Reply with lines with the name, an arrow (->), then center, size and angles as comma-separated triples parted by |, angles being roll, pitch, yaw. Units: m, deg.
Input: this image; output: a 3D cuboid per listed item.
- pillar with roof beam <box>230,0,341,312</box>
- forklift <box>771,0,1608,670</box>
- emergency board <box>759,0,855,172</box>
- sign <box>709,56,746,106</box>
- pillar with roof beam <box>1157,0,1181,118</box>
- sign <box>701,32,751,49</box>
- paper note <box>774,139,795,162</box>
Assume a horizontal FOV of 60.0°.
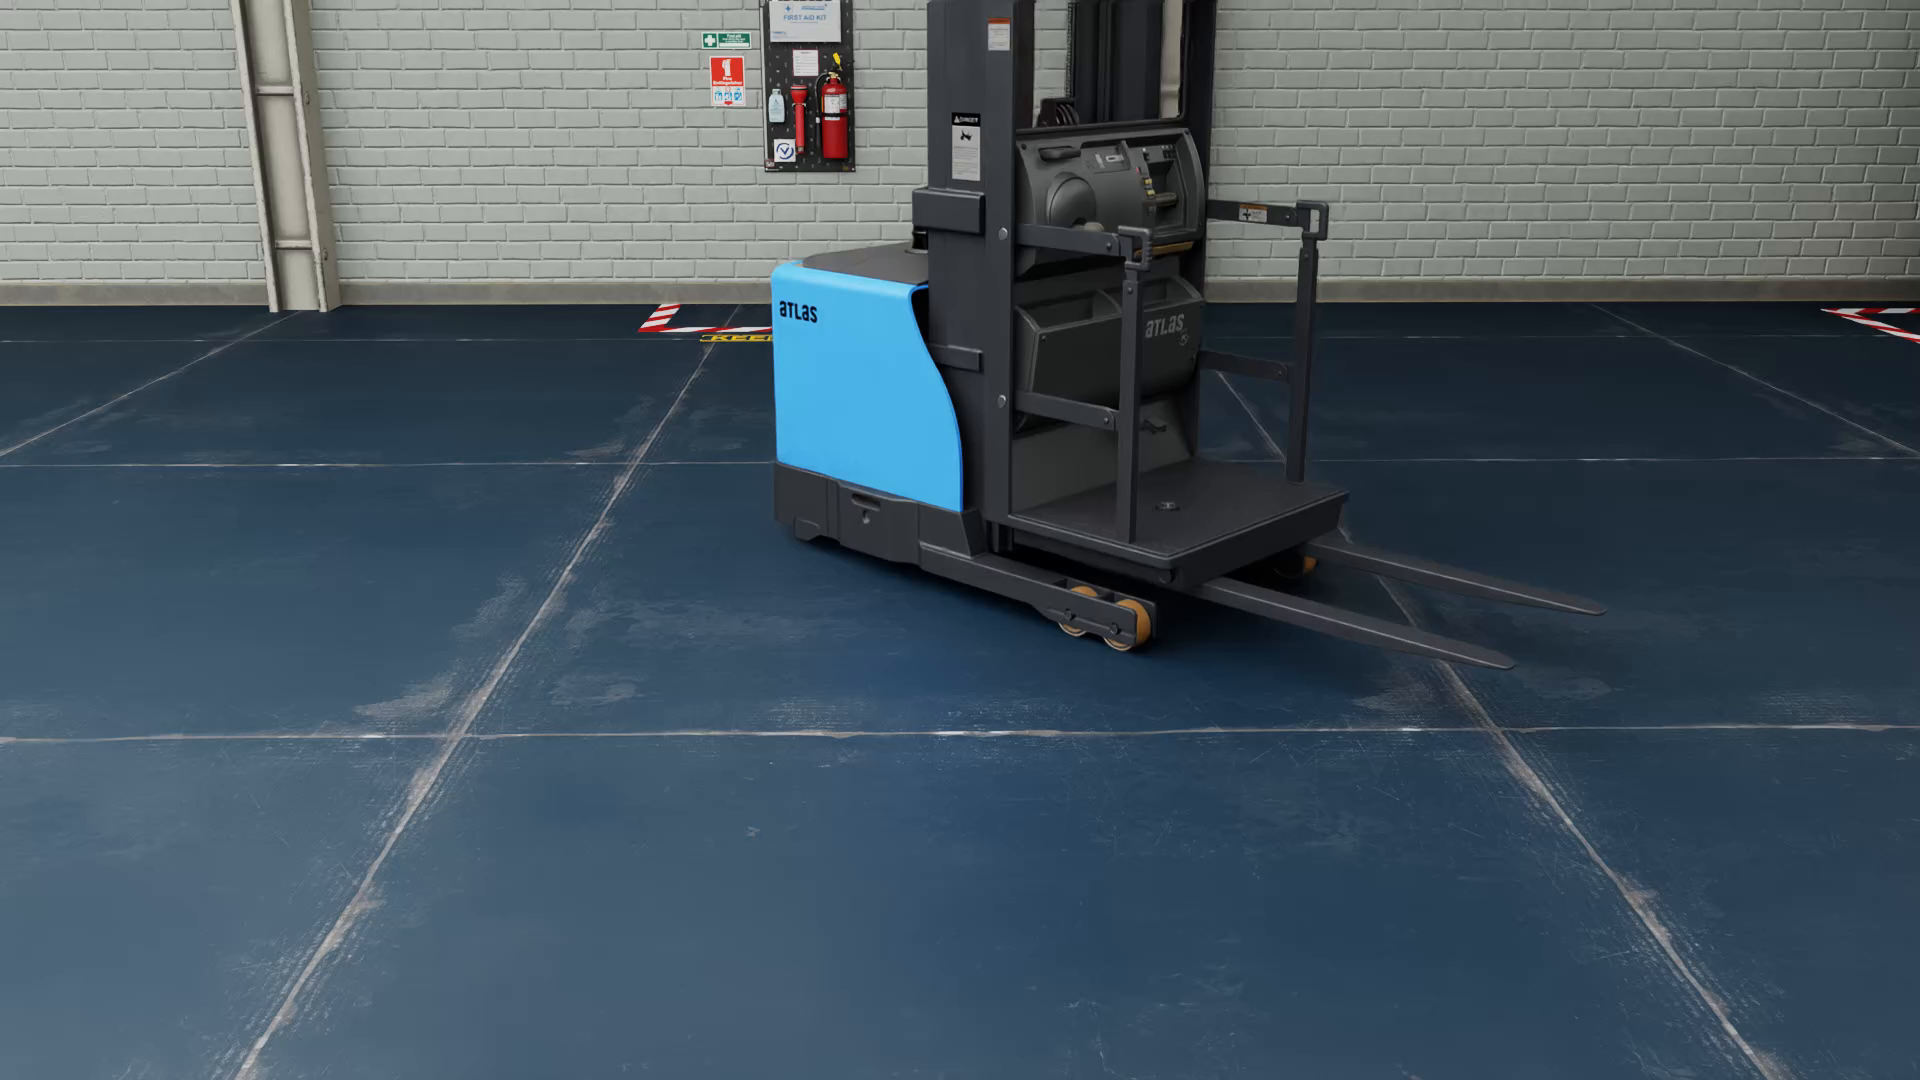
pillar with roof beam -> -4.485, -4.586, 6.111 | 0.400, 9.000, 9.100 | 0, 18, -1
forklift -> 0.681, -1.213, 5.531 | 3.031, 2.935, 1.130 | 16, 24, 41
emergency board -> -1.025, -3.073, 11.216 | 0.643, 1.169, 0.194 | 0, 18, -1
sign -> -1.579, -3.119, 11.300 | 0.234, 0.329, 0.001 | 0, 18, -1
pillar with roof beam -> 1.514, -4.615, 6.201 | 0.400, 9.000, 9.100 | 0, 18, -1
sign -> -1.575, -3.368, 11.211 | 0.331, 0.109, 0.001 | 0, 18, -1
paper note -> -1.203, -2.674, 11.413 | 0.142, 0.148, 0.016 | 0, 18, -1
